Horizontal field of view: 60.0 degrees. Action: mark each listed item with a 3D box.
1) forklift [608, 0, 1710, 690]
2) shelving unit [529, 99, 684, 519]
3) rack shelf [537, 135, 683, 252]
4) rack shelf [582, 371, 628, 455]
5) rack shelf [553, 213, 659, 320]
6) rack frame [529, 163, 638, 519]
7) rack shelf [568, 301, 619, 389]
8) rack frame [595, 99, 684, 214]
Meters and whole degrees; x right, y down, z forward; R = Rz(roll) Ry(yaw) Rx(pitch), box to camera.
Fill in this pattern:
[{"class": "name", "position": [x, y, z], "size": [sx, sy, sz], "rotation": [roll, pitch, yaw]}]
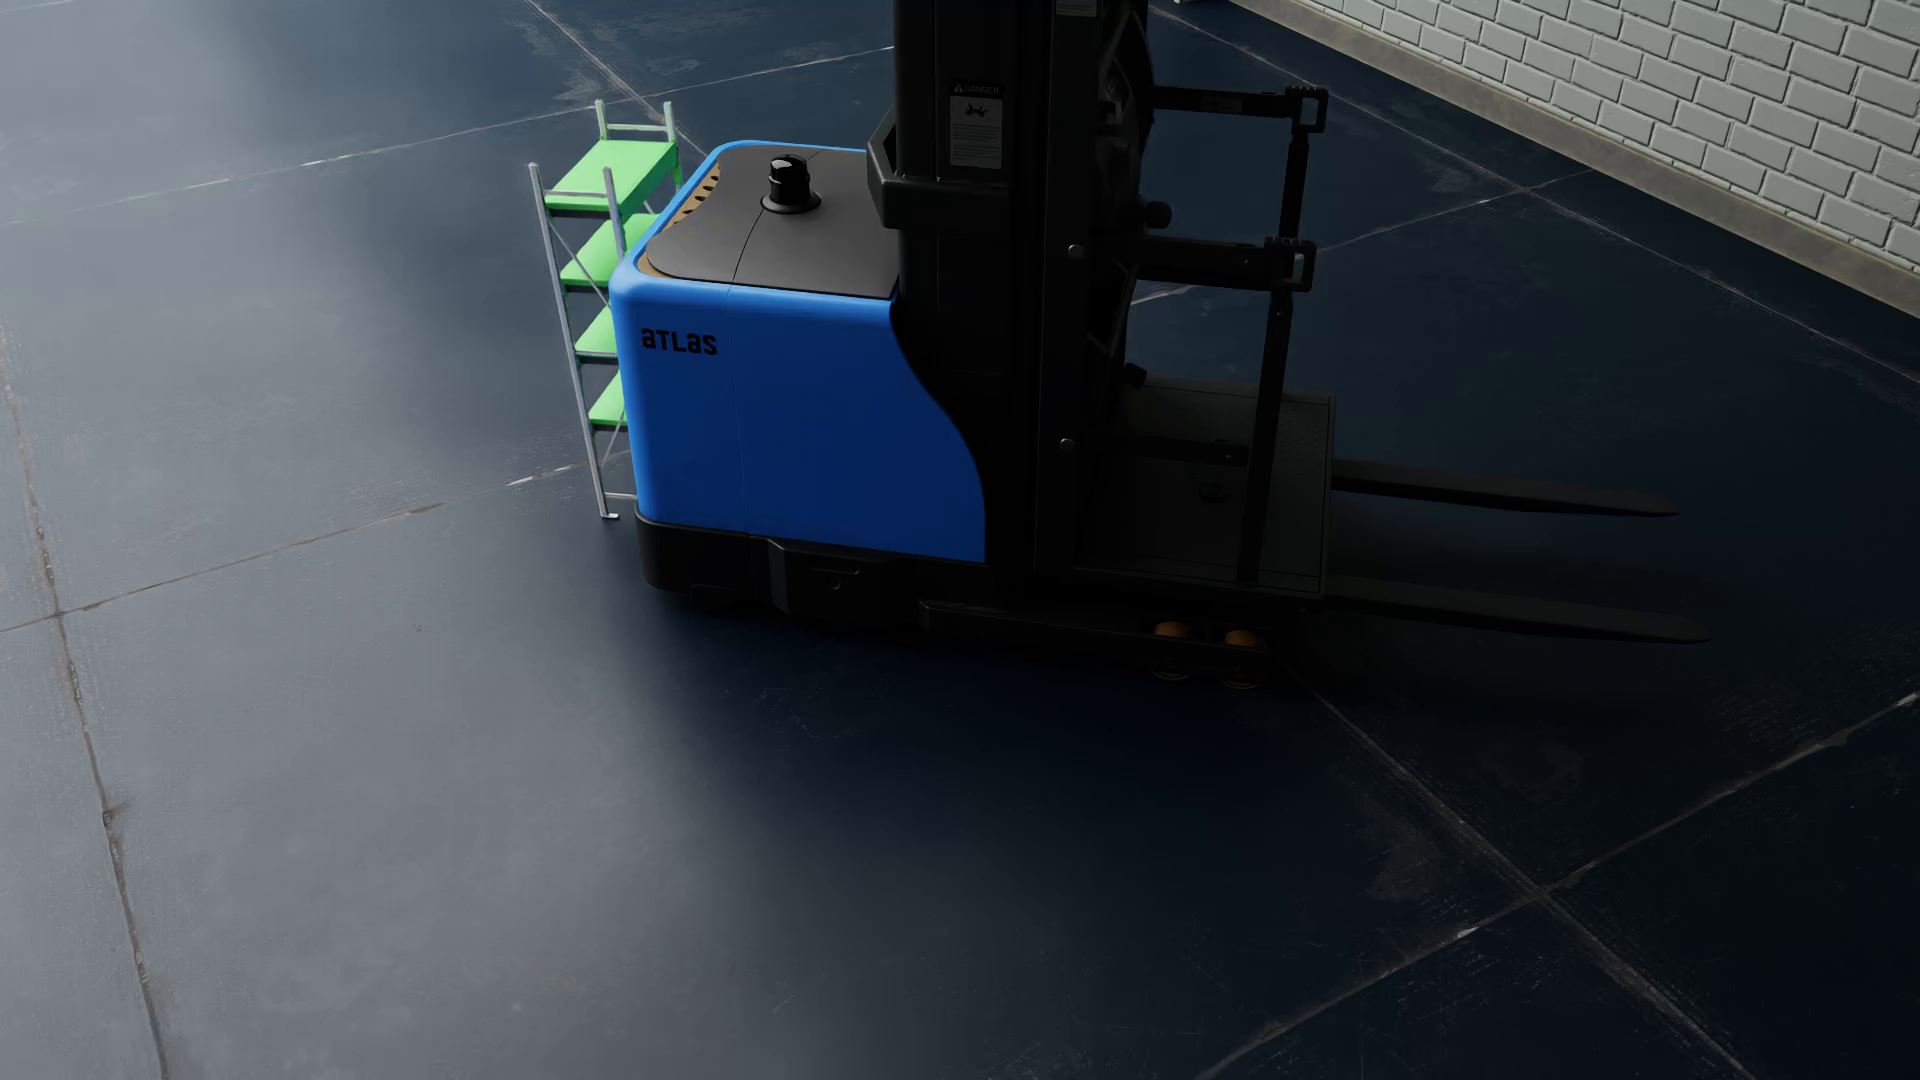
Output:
[{"class": "forklift", "position": [0.617, -1.107, 4.281], "size": [3.031, 2.935, 1.130], "rotation": [7, 37, 10]}, {"class": "shelving unit", "position": [-1.011, -0.696, 5.175], "size": [0.258, 1.200, 0.503], "rotation": [5, 36, 11]}, {"class": "rack shelf", "position": [-1.030, -1.034, 4.933], "size": [0.258, 0.148, 0.480], "rotation": [5, 36, 11]}, {"class": "rack shelf", "position": [-0.997, -0.449, 5.352], "size": [0.258, 0.148, 0.480], "rotation": [5, 36, 11]}, {"class": "rack shelf", "position": [-1.019, -0.839, 5.073], "size": [0.258, 0.148, 0.480], "rotation": [5, 36, 11]}, {"class": "rack frame", "position": [-1.061, -0.555, 4.982], "size": [0.240, 1.200, 0.015], "rotation": [5, 36, 11]}, {"class": "rack shelf", "position": [-1.008, -0.644, 5.212], "size": [0.258, 0.148, 0.480], "rotation": [5, 36, 11]}, {"class": "rack frame", "position": [-0.961, -0.836, 5.368], "size": [0.240, 1.200, 0.015], "rotation": [5, 36, 11]}]
